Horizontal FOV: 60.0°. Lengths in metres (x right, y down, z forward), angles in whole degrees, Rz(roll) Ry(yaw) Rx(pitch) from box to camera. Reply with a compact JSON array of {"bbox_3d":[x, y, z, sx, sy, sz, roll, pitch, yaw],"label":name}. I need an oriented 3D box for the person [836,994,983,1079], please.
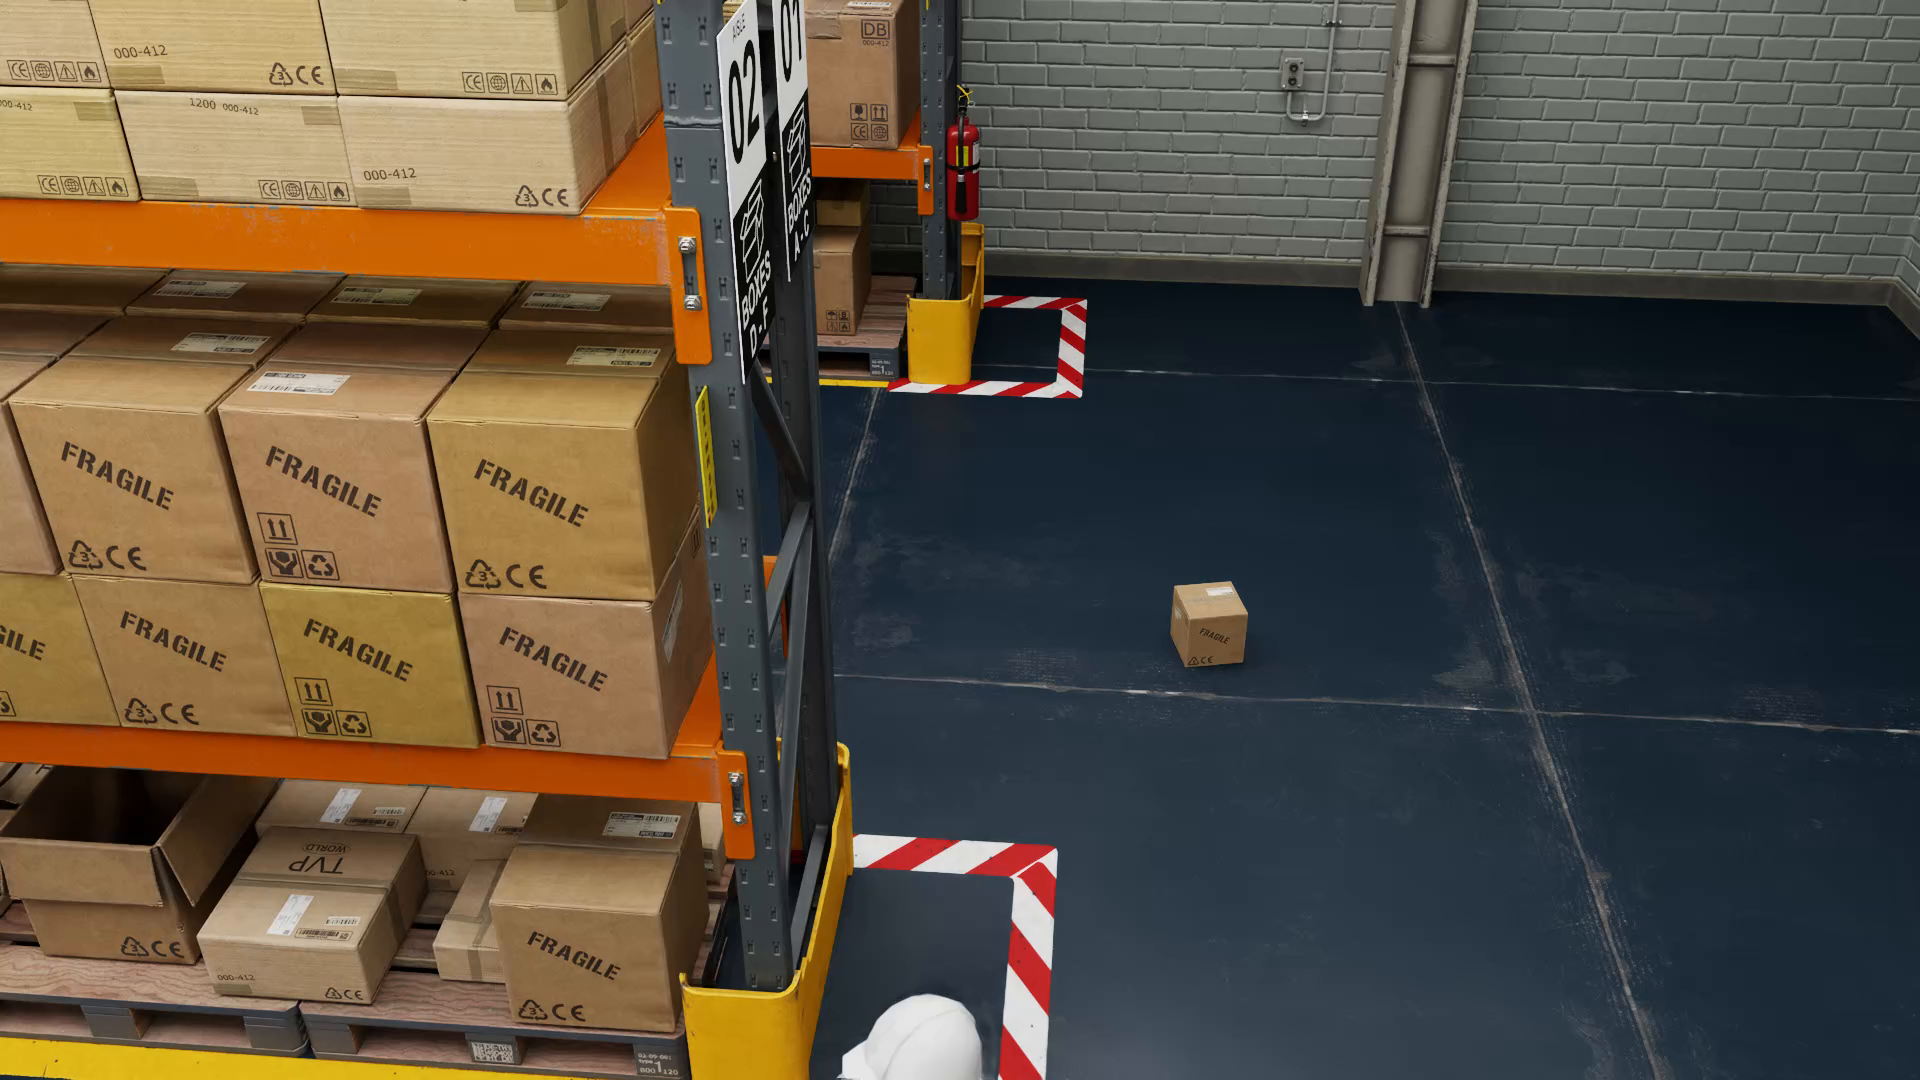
[{"bbox_3d":[-0.103,1.647,3.417,0.615,1.758,0.864,22,38,31],"label":"person"}]
